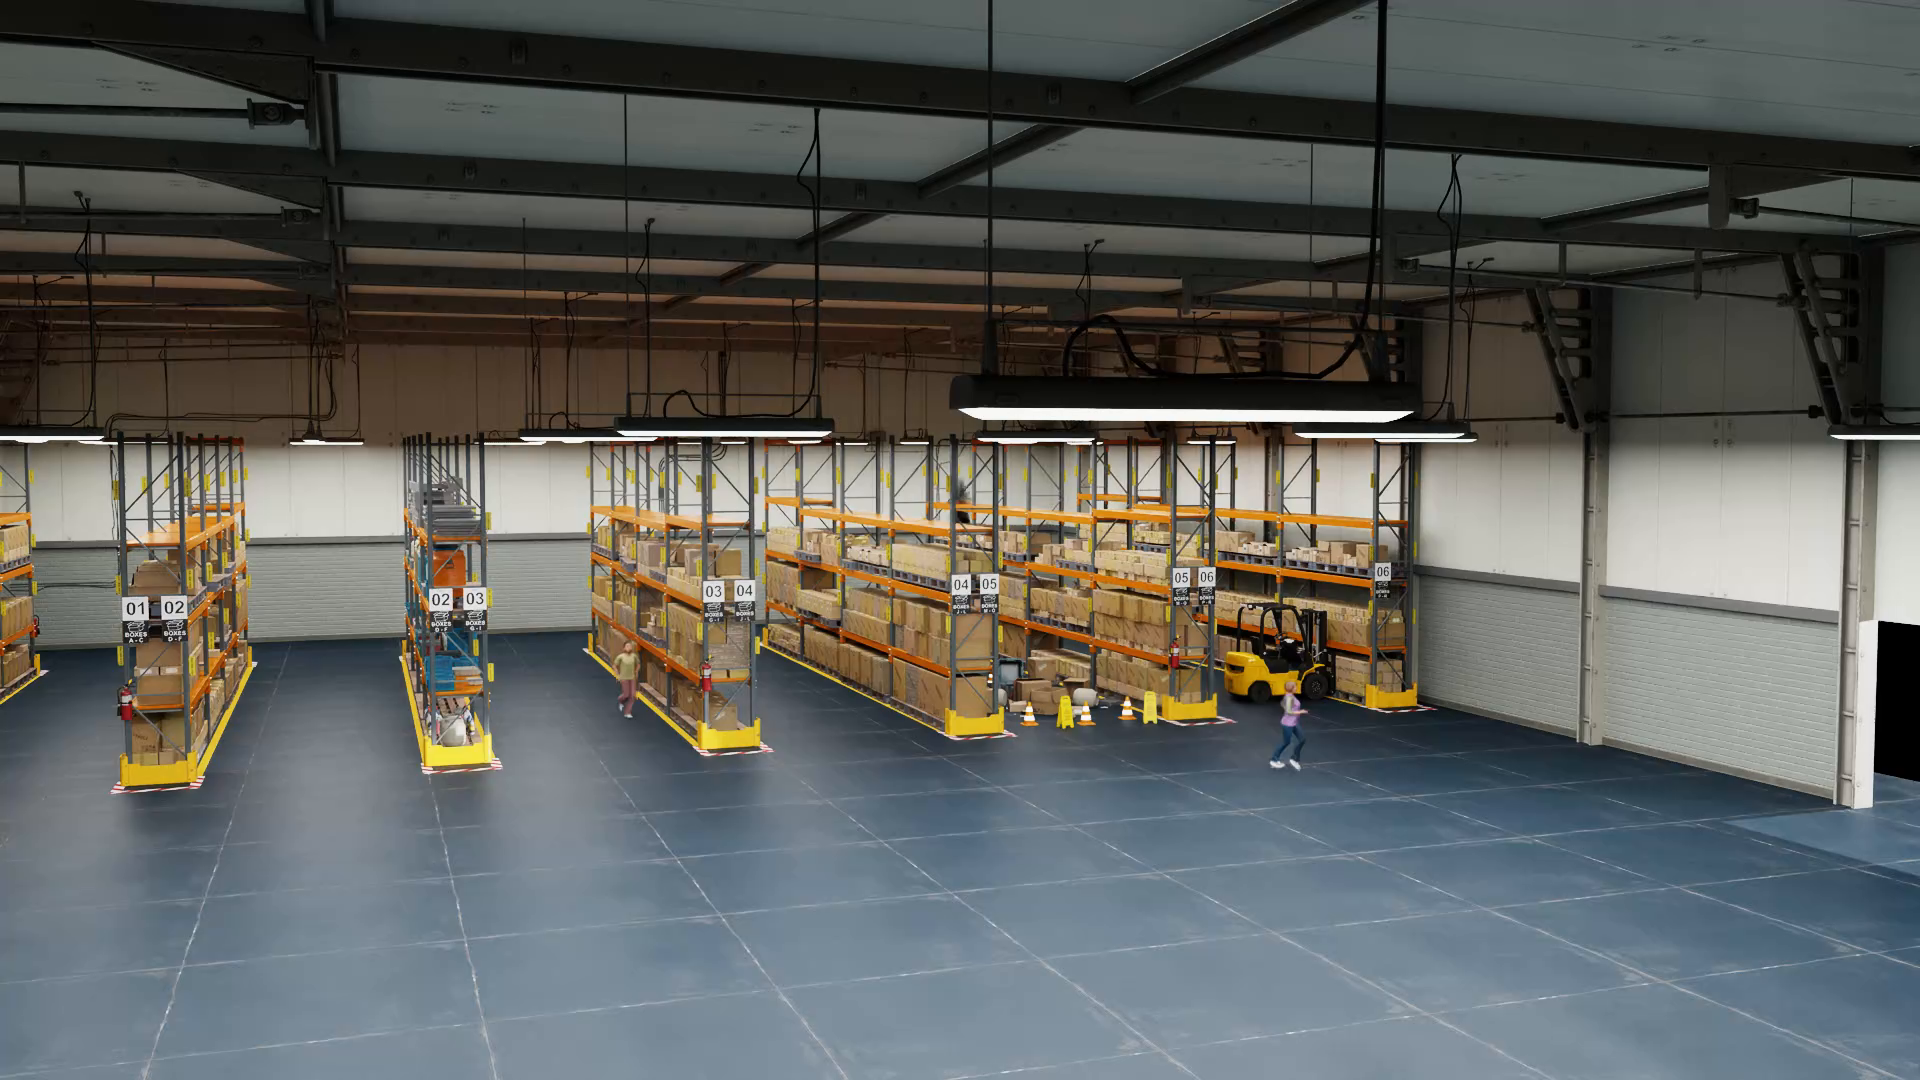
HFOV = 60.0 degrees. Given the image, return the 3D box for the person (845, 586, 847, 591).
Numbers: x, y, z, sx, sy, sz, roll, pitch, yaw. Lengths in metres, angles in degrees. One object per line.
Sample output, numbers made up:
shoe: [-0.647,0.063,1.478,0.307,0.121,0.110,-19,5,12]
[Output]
person: [-3.352,2.184,48.190,0.436,1.746,0.606,-1,3,-14]

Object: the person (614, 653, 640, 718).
person: [-7.058,3.082,35.318,0.542,1.367,0.492,-2,4,-29]

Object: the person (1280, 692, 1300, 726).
person: [5.821,2.986,29.439,0.403,0.575,0.513,1,3,24]
